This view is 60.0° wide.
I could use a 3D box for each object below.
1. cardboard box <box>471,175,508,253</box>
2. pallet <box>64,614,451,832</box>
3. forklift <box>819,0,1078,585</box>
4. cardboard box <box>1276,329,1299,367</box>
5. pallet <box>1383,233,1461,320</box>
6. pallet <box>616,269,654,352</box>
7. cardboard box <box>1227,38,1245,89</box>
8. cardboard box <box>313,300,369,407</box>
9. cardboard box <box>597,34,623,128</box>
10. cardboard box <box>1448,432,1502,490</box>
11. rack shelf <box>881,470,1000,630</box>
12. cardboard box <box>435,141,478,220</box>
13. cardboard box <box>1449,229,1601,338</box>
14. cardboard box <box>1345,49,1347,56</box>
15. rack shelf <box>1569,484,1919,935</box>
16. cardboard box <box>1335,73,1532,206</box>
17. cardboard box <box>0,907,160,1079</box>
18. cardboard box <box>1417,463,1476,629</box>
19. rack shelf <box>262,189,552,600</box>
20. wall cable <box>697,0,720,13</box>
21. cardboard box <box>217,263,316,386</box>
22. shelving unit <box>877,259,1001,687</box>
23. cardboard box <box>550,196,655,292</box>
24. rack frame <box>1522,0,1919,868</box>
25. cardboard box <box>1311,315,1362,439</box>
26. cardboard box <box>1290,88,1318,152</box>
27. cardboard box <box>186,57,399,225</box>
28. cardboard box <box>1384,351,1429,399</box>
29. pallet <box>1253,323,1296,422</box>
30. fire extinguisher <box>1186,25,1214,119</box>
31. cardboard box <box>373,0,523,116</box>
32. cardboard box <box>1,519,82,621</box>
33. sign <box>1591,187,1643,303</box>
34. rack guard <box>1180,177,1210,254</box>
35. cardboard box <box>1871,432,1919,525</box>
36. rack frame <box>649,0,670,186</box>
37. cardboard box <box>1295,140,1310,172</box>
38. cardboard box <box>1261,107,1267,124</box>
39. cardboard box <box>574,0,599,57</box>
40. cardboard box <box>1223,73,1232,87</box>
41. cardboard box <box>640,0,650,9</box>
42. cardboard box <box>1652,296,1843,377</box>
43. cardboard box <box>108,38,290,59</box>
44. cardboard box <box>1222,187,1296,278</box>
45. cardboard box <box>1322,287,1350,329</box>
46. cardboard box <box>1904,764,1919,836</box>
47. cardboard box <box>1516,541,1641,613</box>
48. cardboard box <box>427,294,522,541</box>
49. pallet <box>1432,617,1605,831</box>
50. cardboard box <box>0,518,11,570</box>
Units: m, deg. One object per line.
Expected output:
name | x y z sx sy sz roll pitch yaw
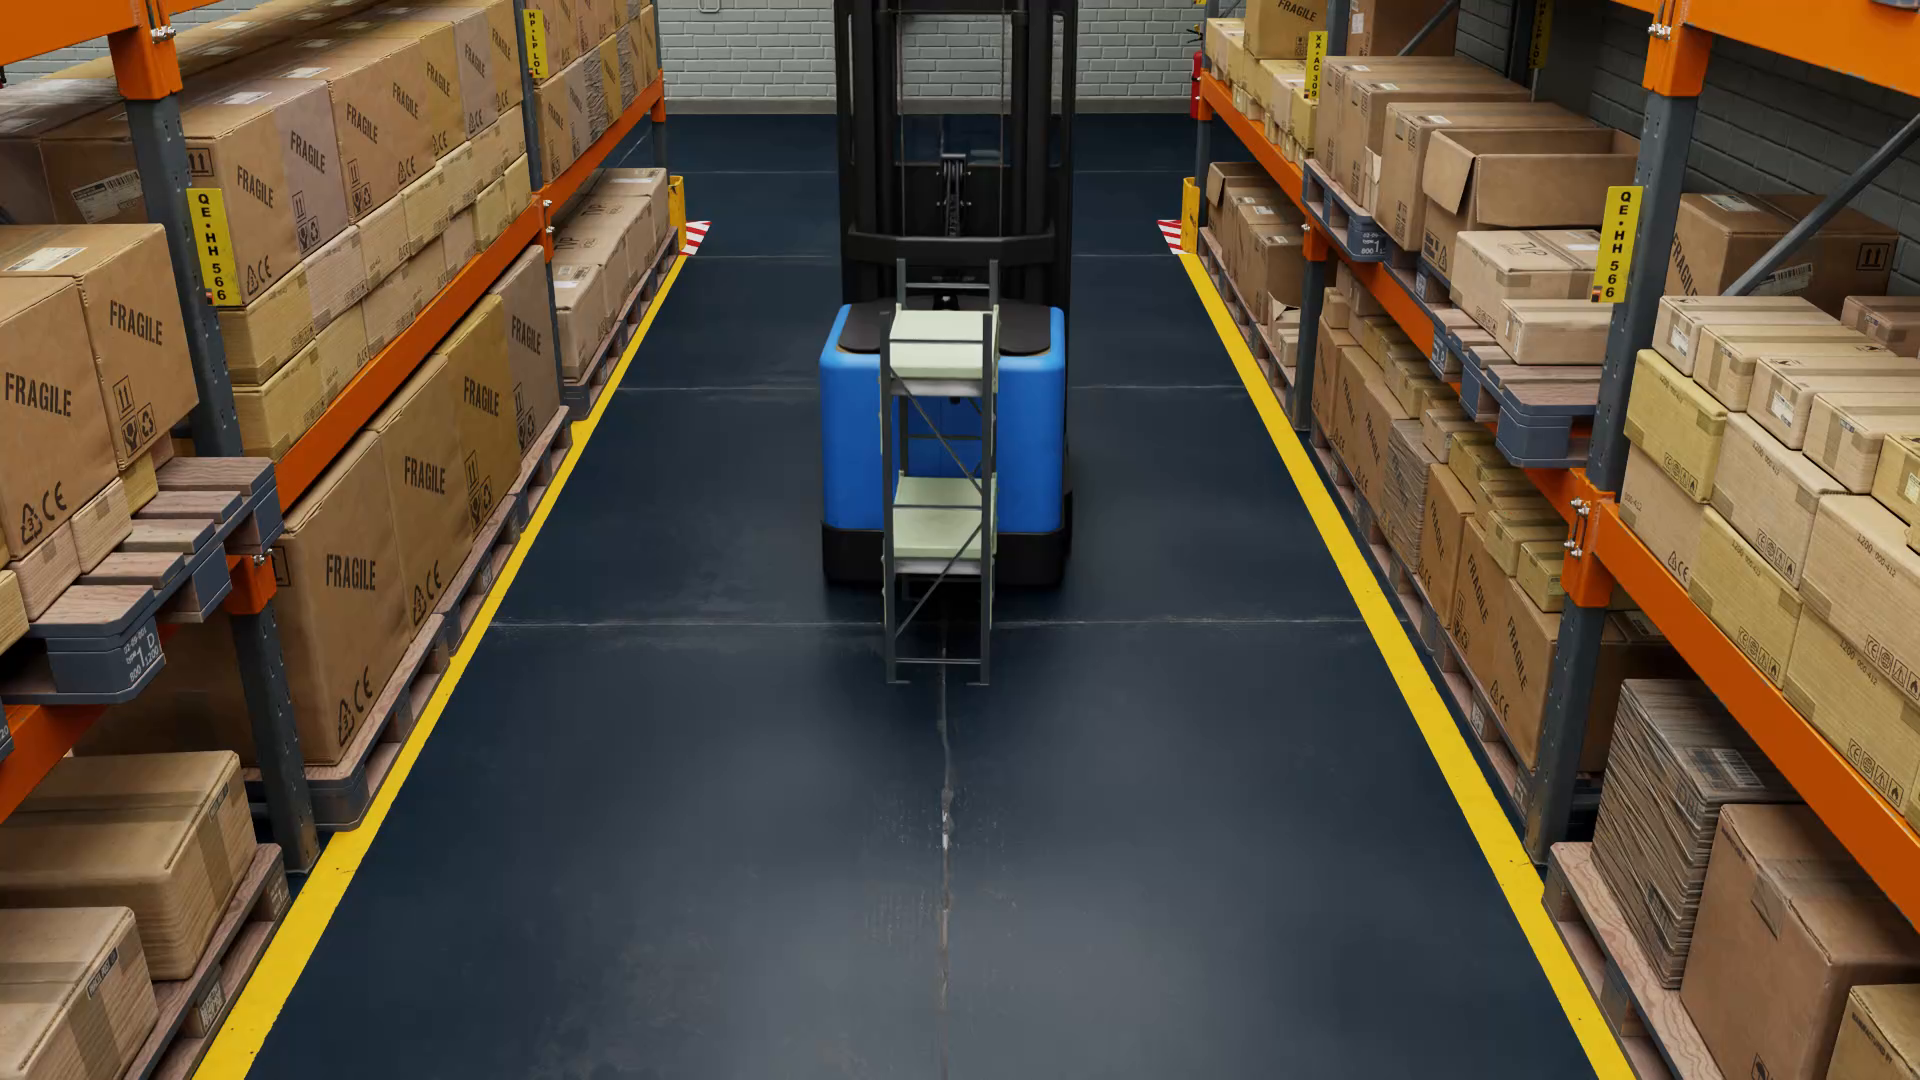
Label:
cardboard box | -2.382 -1.493 7.593 0.500 0.250 0.500 -1 24 -1
pallet | -2.533 0.639 6.082 1.003 0.211 1.213 0 24 -1
forklift | -0.005 -1.709 7.972 1.130 2.935 3.031 1 24 3
cardboard box | 2.021 -1.100 9.491 0.380 0.149 0.250 -1 24 -2
pallet | 2.338 -1.045 6.652 1.003 0.211 1.213 0 24 -1
pallet | -2.589 -1.502 10.815 1.003 0.211 1.213 0 24 -1
cardboard box | 2.027 -3.090 10.762 0.500 0.250 0.500 -1 24 -2
cardboard box | -2.376 -0.653 5.735 0.500 0.250 0.500 -1 24 -2
cardboard box | -2.392 -2.820 10.223 0.500 0.500 0.500 0 24 1
cardboard box | 2.152 -0.314 6.540 0.380 0.149 0.250 -1 24 -1
rack shelf | -0.068 0.028 6.660 0.431 0.370 0.720 1 24 3
cardboard box | -2.371 -1.515 7.034 0.500 0.250 0.500 0 24 1
cardboard box | 2.029 -0.887 5.743 0.500 0.250 0.500 -1 24 -3
cardboard box | 2.558 -2.874 10.286 0.500 0.250 0.500 0 24 -1
rack shelf | 2.386 0.821 3.167 1.077 0.370 4.000 0 24 -1
cardboard box | 2.108 -1.802 7.463 0.700 0.500 0.500 0 24 0
cardboard box | -2.587 1.236 4.056 0.950 0.372 0.625 -1 24 -2
cardboard box | 2.141 0.022 6.586 0.500 0.500 0.500 1 24 2
rack shelf | -2.621 -0.803 6.759 1.077 0.370 4.000 0 24 -1
wall cable | -2.772 -6.404 16.998 0.585 1.953 0.123 0 24 -1
cardboard box | -2.358 -0.676 5.180 0.500 0.250 0.500 0 24 -1
shelving unit | -0.068 -0.269 6.525 0.431 1.500 0.755 1 24 3
cardboard box | -2.561 -1.979 11.084 0.875 0.438 0.875 0 24 1
rack frame | 2.364 -0.331 4.841 1.000 3.000 0.127 0 24 -1
cardboard box | 2.101 -0.831 8.471 0.500 0.500 0.500 1 24 2
cardboard box | 2.071 -2.255 8.917 0.500 0.250 0.500 0 24 1
cardboard box | -2.366 -1.430 5.937 0.500 0.500 0.500 0 24 1
cardboard box | 2.135 -0.742 7.488 0.380 0.149 0.250 0 24 -1
pallet | 2.314 -0.991 9.686 1.003 0.211 1.213 0 24 -1
fire extinguisher | 1.813 -3.481 12.352 0.296 0.674 0.183 0 24 -1
cardboard box | -2.387 -2.273 7.802 0.500 0.500 0.500 1 24 1
cardboard box | -2.243 0.068 3.755 0.380 0.149 0.250 -1 24 -3
sign | 1.821 -0.816 4.605 0.100 0.325 0.005 0 24 -1
rack guard | 2.277 -2.457 12.576 1.175 0.500 0.348 0 24 -1
cardboard box | 2.154 -0.112 3.450 0.380 0.149 0.250 0 24 0
rack frame | -2.687 -3.603 12.077 1.000 3.000 0.127 0 24 -1
cardboard box | 2.040 -2.102 9.062 0.380 0.149 0.250 0 24 1
cardboard box | 2.065 -2.631 10.231 0.380 0.149 0.250 0 24 -1
cardboard box | -2.400 -3.073 9.569 0.500 0.500 0.500 0 24 0
cardboard box | 2.055 -3.271 11.648 0.380 0.149 0.250 0 24 1
cardboard box | -2.443 -3.907 11.414 0.500 0.500 0.500 1 24 1
cardboard box | 2.073 -0.539 4.393 0.380 0.149 0.250 0 24 1
cardboard box | -2.878 -1.644 6.411 0.500 0.500 0.500 -1 24 -1
cardboard box | 2.159 -2.075 11.221 0.700 0.500 0.500 1 24 2
cardboard box | 2.058 -1.178 8.451 0.380 0.149 0.250 1 24 2
cardboard box | 2.141 0.555 3.065 0.500 0.250 0.500 1 24 1
cardboard box | 2.105 0.119 5.583 0.380 0.149 0.250 -1 24 -3
cardboard box | -2.539 -0.551 7.397 0.875 0.875 0.875 0 24 1
pallet | 2.394 0.632 6.096 1.003 0.211 1.213 0 24 -1
cardboard box | -2.293 -0.072 3.278 0.500 0.500 0.500 -2 24 -4
